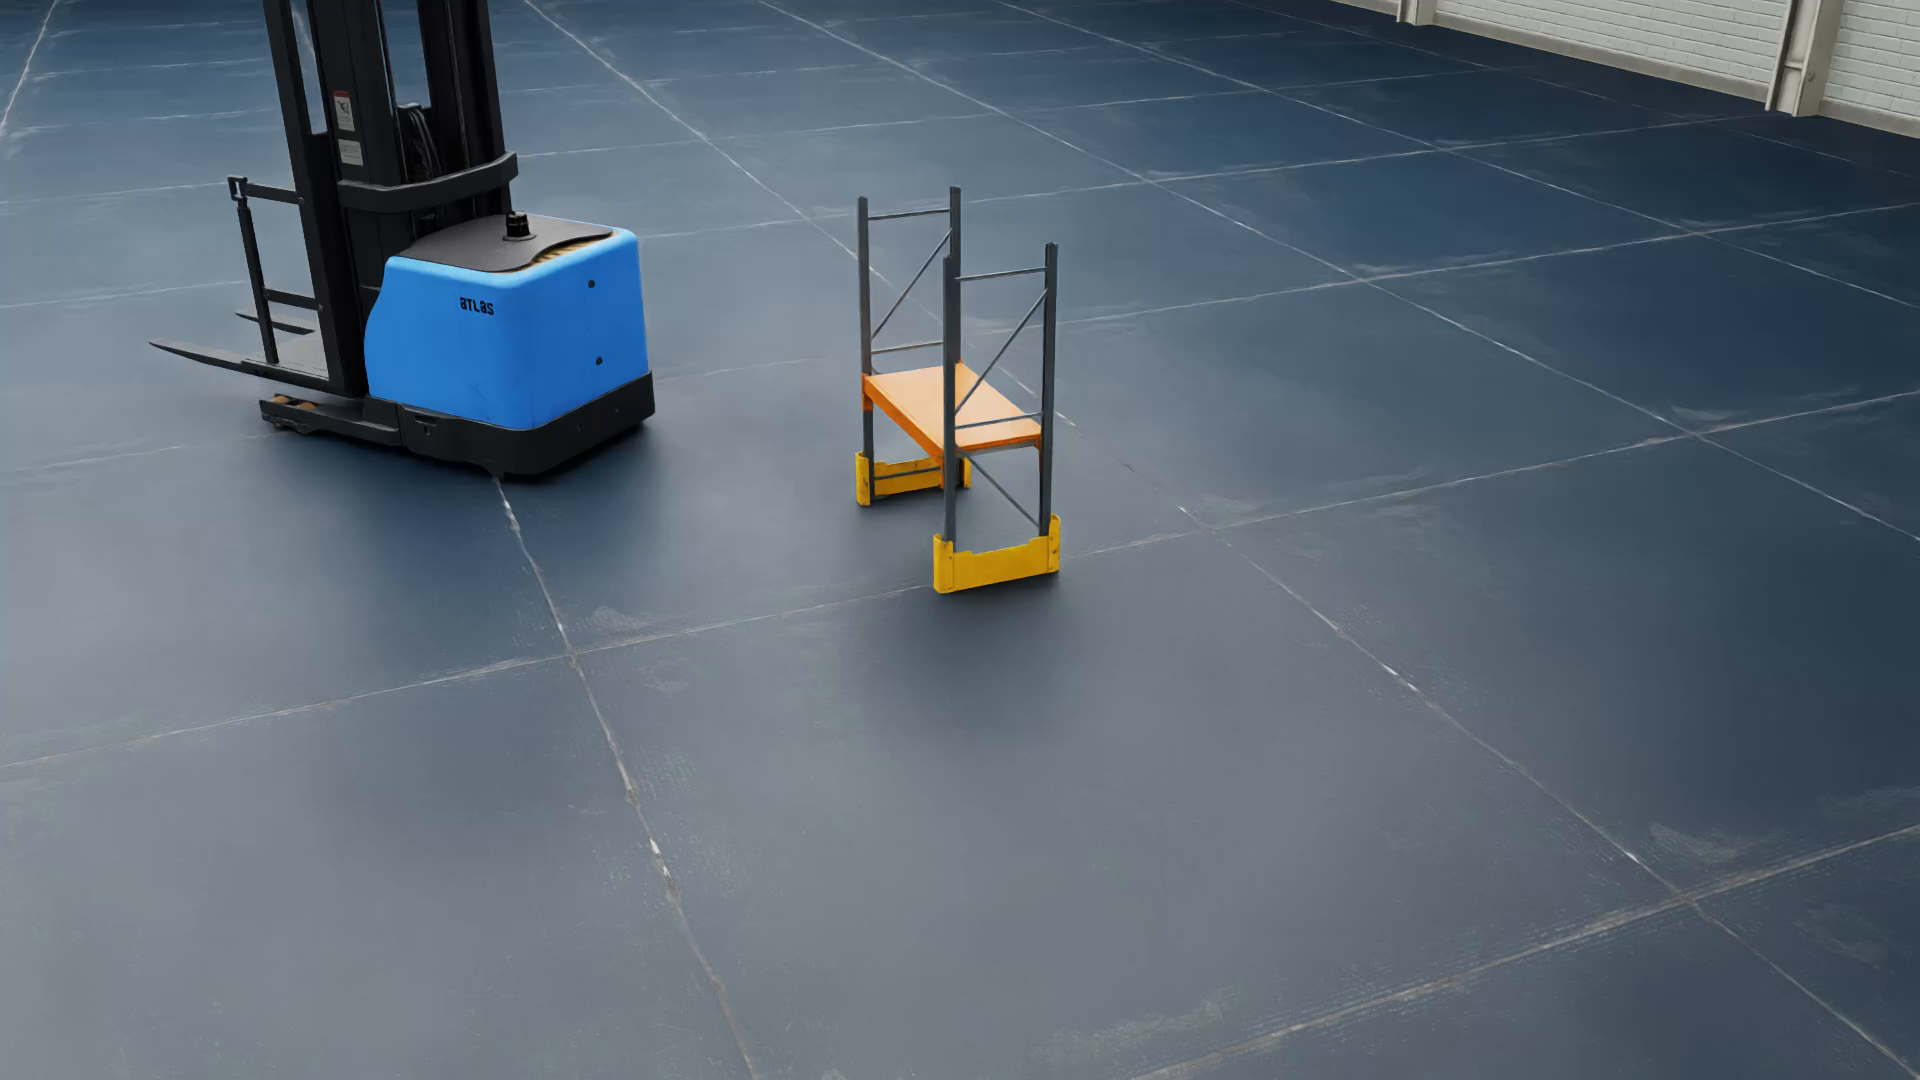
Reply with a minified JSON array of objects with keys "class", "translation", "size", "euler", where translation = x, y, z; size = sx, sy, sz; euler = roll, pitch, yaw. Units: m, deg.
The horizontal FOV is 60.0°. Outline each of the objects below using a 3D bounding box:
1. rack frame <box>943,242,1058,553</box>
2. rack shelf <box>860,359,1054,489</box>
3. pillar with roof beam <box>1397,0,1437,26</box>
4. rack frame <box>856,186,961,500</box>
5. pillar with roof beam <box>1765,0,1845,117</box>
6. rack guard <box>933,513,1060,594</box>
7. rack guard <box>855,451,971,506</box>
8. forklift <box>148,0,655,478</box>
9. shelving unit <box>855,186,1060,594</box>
[{"class":"rack frame","translation":[0.166,-0.503,7.071],"size":[0.500,1.500,0.032],"euler":[-11,28,-21]},{"class":"rack shelf","translation":[-0.033,-0.547,7.570],"size":[0.538,0.185,1.000],"euler":[-11,28,-21]},{"class":"pillar with roof beam","translation":[1.888,-9.946,17.864],"size":[9.100,9.000,0.400],"euler":[-11,28,-21]},{"class":"rack frame","translation":[-0.232,-0.914,7.912],"size":[0.500,1.500,0.032],"euler":[-11,28,-21]},{"class":"pillar with roof beam","translation":[4.238,-7.524,12.903],"size":[9.100,9.000,0.400],"euler":[-11,28,-21]},{"class":"rack guard","translation":[0.165,0.058,7.346],"size":[0.587,0.250,0.087],"euler":[-11,28,-21]},{"class":"rack guard","translation":[-0.225,-0.344,8.170],"size":[0.587,0.250,0.087],"euler":[-11,28,-21]},{"class":"forklift","translation":[-3.194,-2.074,8.658],"size":[3.031,2.935,1.130],"euler":[13,29,25]},{"class":"shelving unit","translation":[-0.030,-0.705,7.484],"size":[0.587,1.500,1.083],"euler":[-11,28,-21]}]
